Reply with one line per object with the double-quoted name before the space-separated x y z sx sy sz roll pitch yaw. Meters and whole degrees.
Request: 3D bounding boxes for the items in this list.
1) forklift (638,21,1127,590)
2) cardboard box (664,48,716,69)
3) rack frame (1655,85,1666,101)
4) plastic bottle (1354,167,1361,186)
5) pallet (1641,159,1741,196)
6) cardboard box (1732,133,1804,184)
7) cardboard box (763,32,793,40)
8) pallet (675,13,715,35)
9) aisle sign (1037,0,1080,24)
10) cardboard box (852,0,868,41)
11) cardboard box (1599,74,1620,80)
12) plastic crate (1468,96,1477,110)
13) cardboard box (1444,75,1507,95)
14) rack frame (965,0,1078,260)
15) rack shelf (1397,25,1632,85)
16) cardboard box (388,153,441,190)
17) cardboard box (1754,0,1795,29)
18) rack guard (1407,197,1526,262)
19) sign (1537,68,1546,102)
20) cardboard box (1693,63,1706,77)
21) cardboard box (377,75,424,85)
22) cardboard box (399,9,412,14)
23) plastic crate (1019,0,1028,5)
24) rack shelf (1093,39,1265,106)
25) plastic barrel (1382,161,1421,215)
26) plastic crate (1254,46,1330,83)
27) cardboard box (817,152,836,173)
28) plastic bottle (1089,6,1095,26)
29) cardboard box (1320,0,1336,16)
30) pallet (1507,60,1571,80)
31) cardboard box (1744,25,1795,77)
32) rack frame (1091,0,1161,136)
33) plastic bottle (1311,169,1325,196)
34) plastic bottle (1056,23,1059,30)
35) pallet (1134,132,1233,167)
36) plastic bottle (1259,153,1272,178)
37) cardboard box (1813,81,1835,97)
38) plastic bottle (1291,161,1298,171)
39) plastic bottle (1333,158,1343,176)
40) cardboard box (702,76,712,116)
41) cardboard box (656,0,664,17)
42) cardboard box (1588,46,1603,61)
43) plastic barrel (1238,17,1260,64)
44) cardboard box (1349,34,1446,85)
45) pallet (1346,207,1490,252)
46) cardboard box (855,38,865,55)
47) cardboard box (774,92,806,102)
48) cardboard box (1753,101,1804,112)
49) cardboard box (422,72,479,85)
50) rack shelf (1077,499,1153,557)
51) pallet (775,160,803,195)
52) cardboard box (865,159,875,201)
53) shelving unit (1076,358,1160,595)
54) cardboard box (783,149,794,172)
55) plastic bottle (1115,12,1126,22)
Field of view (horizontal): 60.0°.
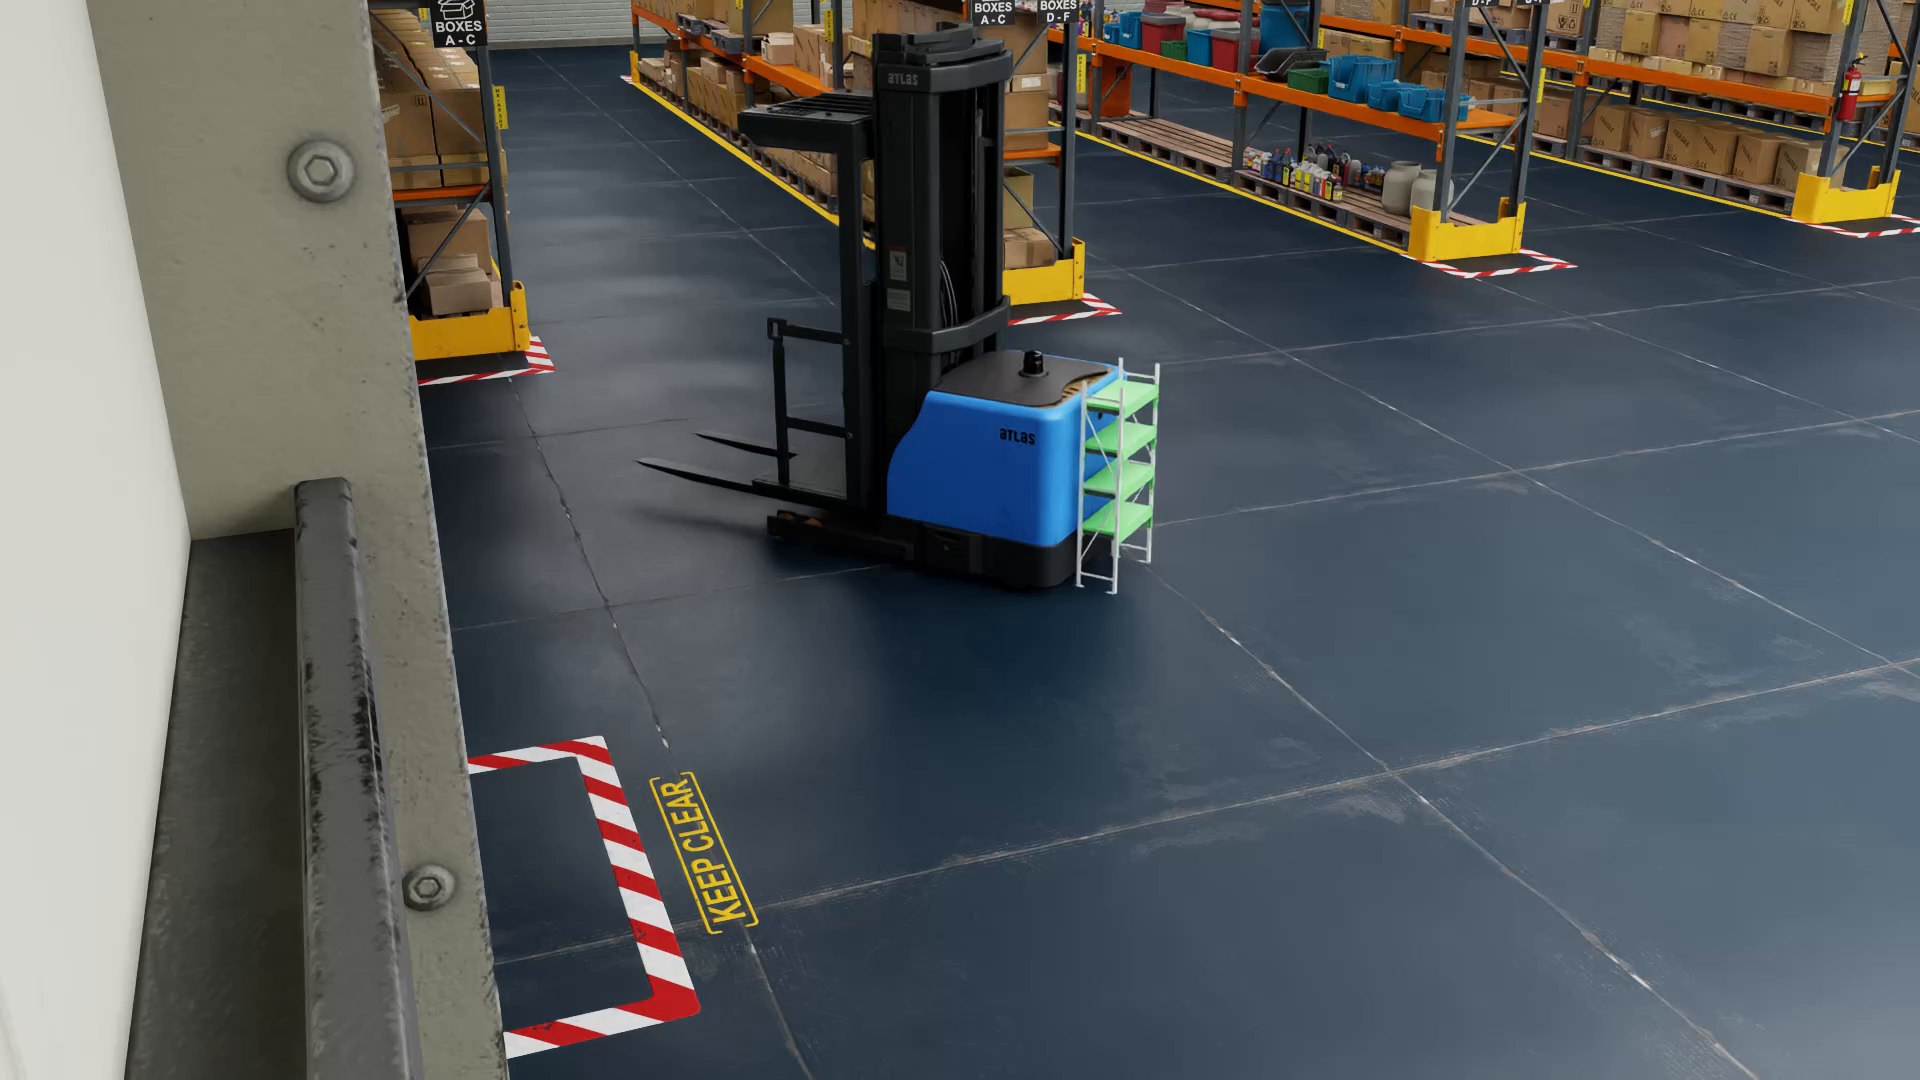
"forklift" -0.566 -1.473 9.670 3.031 2.935 1.130 12 26 27
"cardboard box" -4.376 -7.675 26.944 0.797 0.503 0.637 -8 24 -19
"rack frame" 11.651 -8.489 26.228 1.000 3.000 0.127 -8 24 -19
"plastic bottle" 4.554 -4.145 18.958 0.097 0.201 0.097 0 23 0
"pallet" 9.093 -4.424 20.173 1.003 0.211 1.213 -8 24 -19
"cardboard box" 9.353 -4.422 19.256 0.500 0.500 0.500 -2 23 -5
"cardboard box" -2.207 -6.308 21.168 0.500 0.311 0.500 -7 24 -16
"pallet" -3.527 -7.547 24.240 1.003 0.211 1.213 -8 24 -19
"aisle sign" 0.842 -4.797 14.120 0.394 0.787 0.004 -8 24 -19
"cardboard box" -0.718 -5.517 17.379 0.700 0.500 0.500 -8 24 -19
"cardboard box" 10.994 -7.923 27.563 0.500 0.500 0.500 -7 24 -17
"plastic crate" 5.152 -4.506 17.119 0.298 0.136 0.250 -8 24 -19
"cardboard box" 7.438 -6.455 24.055 0.700 0.500 0.500 -10 25 -23
"rack frame" 0.532 -3.580 14.582 1.000 3.000 0.127 -8 24 -19
"rack shelf" 7.681 -6.787 23.116 1.077 0.370 4.000 -8 24 -19
"cardboard box" -4.448 -2.983 13.331 0.500 0.250 0.500 -8 24 -18
"cardboard box" 9.193 -5.929 18.355 0.500 0.500 0.500 -8 24 -19
"rack guard" 5.096 -3.128 16.727 1.175 0.500 0.348 -8 24 -19
"sign" 5.683 -4.460 16.313 0.100 0.325 0.005 -8 24 -19
"cardboard box" 8.856 -5.529 19.528 0.380 0.149 0.250 -8 24 -19
"cardboard box" -4.635 -3.511 13.620 0.500 0.500 0.500 -8 24 -18
"cardboard box" -6.752 -5.886 19.356 0.700 0.500 0.500 -11 25 -25
"plastic crate" 0.897 -8.714 27.024 0.396 0.136 0.243 -8 24 -19
"rack shelf" 3.048 -6.107 21.504 1.077 0.370 4.000 -8 24 -19
"plastic barrel" 4.686 -3.717 17.568 0.421 0.512 0.421 0 23 0
"plastic crate" 3.820 -5.476 19.159 0.767 0.338 0.504 -8 24 -19
"cardboard box" -1.292 -4.327 18.630 0.500 0.311 0.500 -8 24 -19
"plastic bottle" 2.001 -7.814 24.786 0.152 0.276 0.135 -8 24 -19
"cardboard box" 6.033 -8.592 26.343 0.500 0.500 0.500 -8 24 -18
"pallet" 10.514 -8.375 29.547 1.003 0.211 1.213 -8 24 -19
"cardboard box" 9.343 -5.490 18.602 0.875 0.500 0.500 -8 24 -19
"rack frame" 2.341 -7.165 23.088 1.000 3.000 0.127 -8 24 -19
"plastic bottle" 3.996 -3.959 18.421 0.152 0.276 0.135 -9 24 -20
"plastic bottle" 1.453 -7.538 24.228 0.097 0.201 0.097 0 23 0
"pallet" 3.006 -5.151 21.899 1.003 0.211 1.213 -8 24 -19
"plastic bottle" 3.596 -4.370 19.396 0.152 0.276 0.135 -7 24 -17
"cardboard box" 9.507 -4.898 18.031 0.380 0.149 0.250 -8 24 -19
"plastic bottle" 3.805 -4.190 18.976 0.097 0.271 0.097 0 23 0
"plastic bottle" 4.346 -4.258 19.121 0.061 0.283 0.133 -8 24 -19
"cardboard box" -3.396 -6.407 23.941 0.500 0.500 0.500 -8 24 -18
"cardboard box" -4.491 -8.507 26.141 0.500 0.500 0.500 -8 24 -18
"cardboard box" 8.182 -6.157 21.018 0.380 0.149 0.250 -8 24 -19
"plastic barrel" 3.621 -6.152 20.510 0.433 0.535 0.433 0 23 0
"cardboard box" 6.750 -7.313 25.633 1.225 0.875 0.875 -10 25 -21
"pallet" 4.814 -3.291 17.485 1.003 0.211 1.213 -8 24 -19
"cardboard box" -0.879 -5.163 17.374 0.380 0.149 0.250 -8 24 -18
"cardboard box" -2.188 -5.743 22.364 0.500 0.500 0.500 -7 24 -17
"cardboard box" 12.423 -6.757 24.474 1.050 0.750 0.750 -8 24 -19
"cardboard box" -4.154 -3.581 13.785 0.500 0.500 0.500 -8 24 -19
"rack shelf" 0.876 -0.076 9.368 0.258 0.148 0.480 12 26 26
"pallet" -1.613 -4.455 20.248 1.003 0.211 1.213 -8 24 -19
"cardboard box" -0.657 -3.731 16.974 0.500 0.500 0.500 -8 24 -19
"shelving unit" 0.876 -0.356 9.250 0.258 1.200 0.503 12 26 26
"cardboard box" -1.835 -4.626 20.063 0.500 0.250 0.500 -8 24 -18
"plastic bottle" 2.327 -7.478 23.989 0.152 0.276 0.135 -8 24 -19
